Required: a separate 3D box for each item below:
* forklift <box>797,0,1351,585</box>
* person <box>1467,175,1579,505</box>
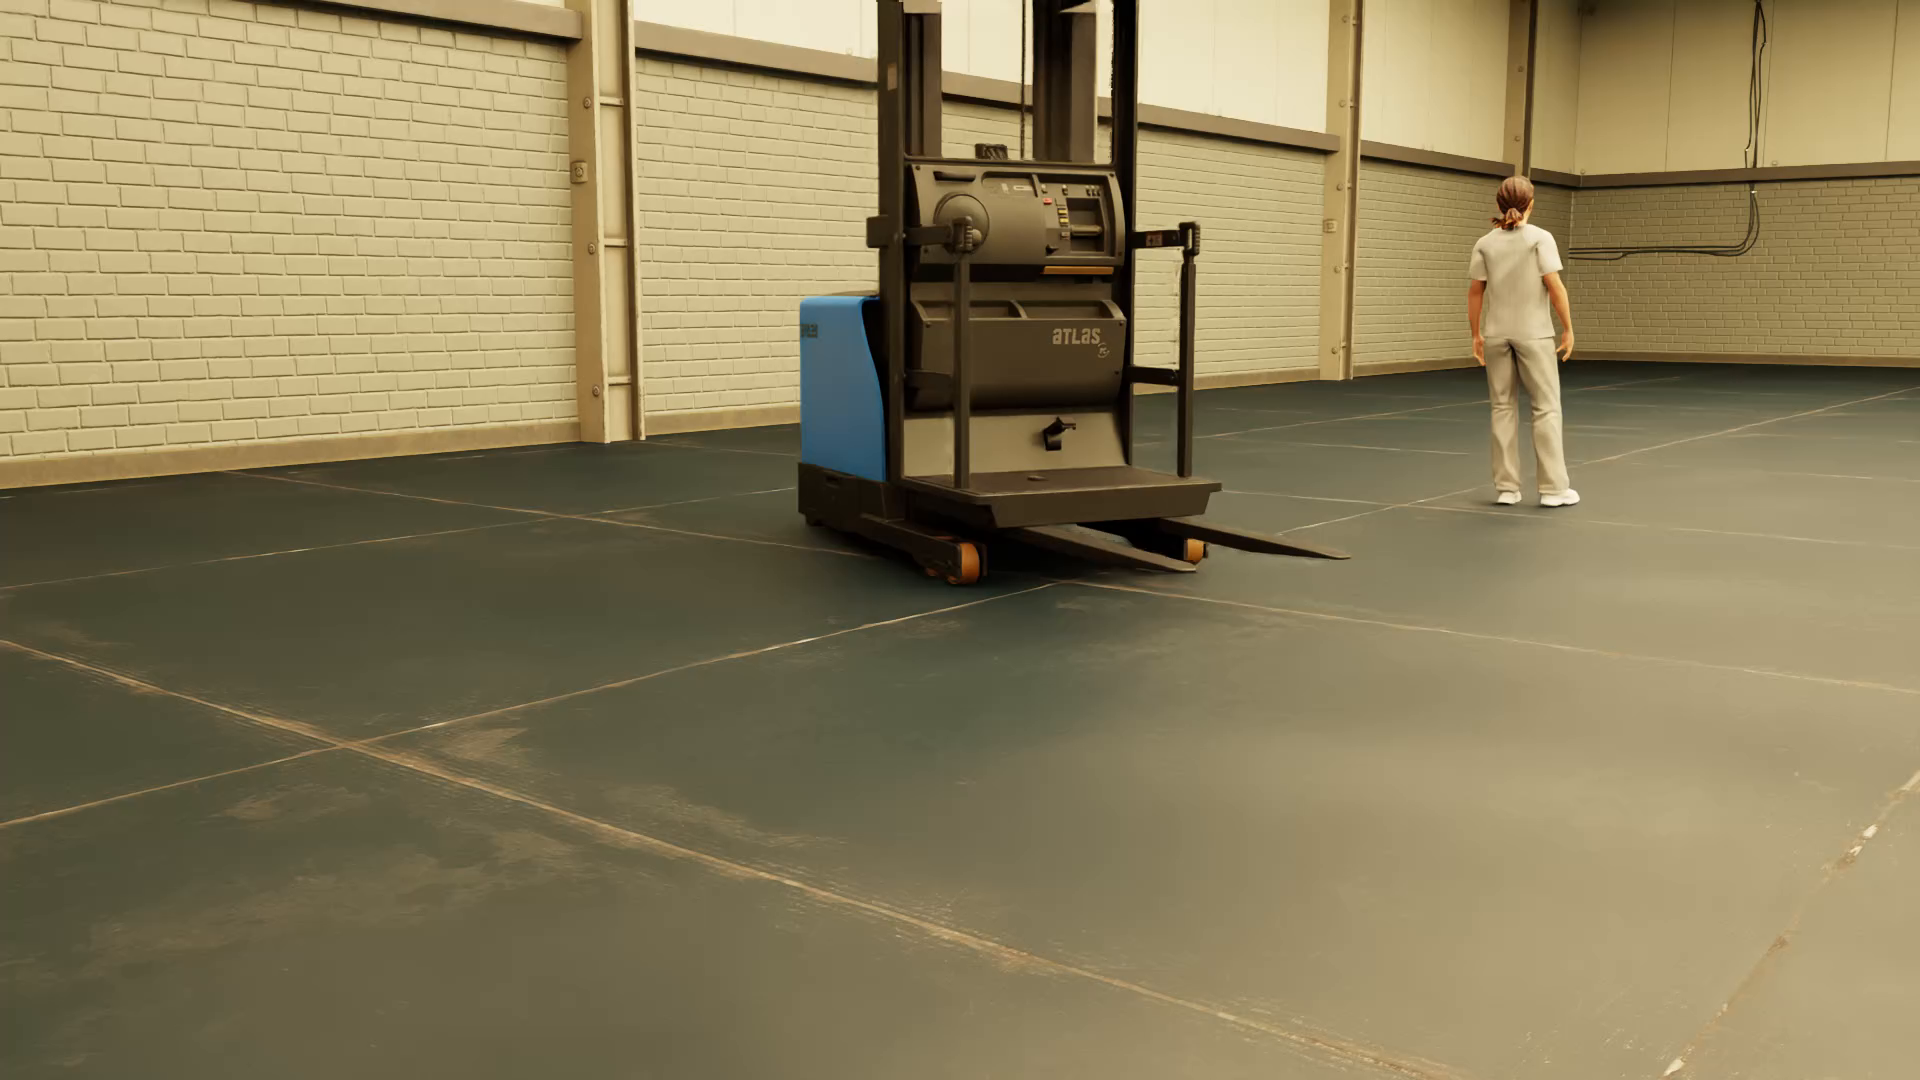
[{"bbox_3d":[0.336,-1.352,6.518,1.130,2.935,3.031,-4,9,-25],"label":"forklift"},{"bbox_3d":[2.900,-1.019,8.574,0.527,1.681,0.524,7,11,39],"label":"person"}]
